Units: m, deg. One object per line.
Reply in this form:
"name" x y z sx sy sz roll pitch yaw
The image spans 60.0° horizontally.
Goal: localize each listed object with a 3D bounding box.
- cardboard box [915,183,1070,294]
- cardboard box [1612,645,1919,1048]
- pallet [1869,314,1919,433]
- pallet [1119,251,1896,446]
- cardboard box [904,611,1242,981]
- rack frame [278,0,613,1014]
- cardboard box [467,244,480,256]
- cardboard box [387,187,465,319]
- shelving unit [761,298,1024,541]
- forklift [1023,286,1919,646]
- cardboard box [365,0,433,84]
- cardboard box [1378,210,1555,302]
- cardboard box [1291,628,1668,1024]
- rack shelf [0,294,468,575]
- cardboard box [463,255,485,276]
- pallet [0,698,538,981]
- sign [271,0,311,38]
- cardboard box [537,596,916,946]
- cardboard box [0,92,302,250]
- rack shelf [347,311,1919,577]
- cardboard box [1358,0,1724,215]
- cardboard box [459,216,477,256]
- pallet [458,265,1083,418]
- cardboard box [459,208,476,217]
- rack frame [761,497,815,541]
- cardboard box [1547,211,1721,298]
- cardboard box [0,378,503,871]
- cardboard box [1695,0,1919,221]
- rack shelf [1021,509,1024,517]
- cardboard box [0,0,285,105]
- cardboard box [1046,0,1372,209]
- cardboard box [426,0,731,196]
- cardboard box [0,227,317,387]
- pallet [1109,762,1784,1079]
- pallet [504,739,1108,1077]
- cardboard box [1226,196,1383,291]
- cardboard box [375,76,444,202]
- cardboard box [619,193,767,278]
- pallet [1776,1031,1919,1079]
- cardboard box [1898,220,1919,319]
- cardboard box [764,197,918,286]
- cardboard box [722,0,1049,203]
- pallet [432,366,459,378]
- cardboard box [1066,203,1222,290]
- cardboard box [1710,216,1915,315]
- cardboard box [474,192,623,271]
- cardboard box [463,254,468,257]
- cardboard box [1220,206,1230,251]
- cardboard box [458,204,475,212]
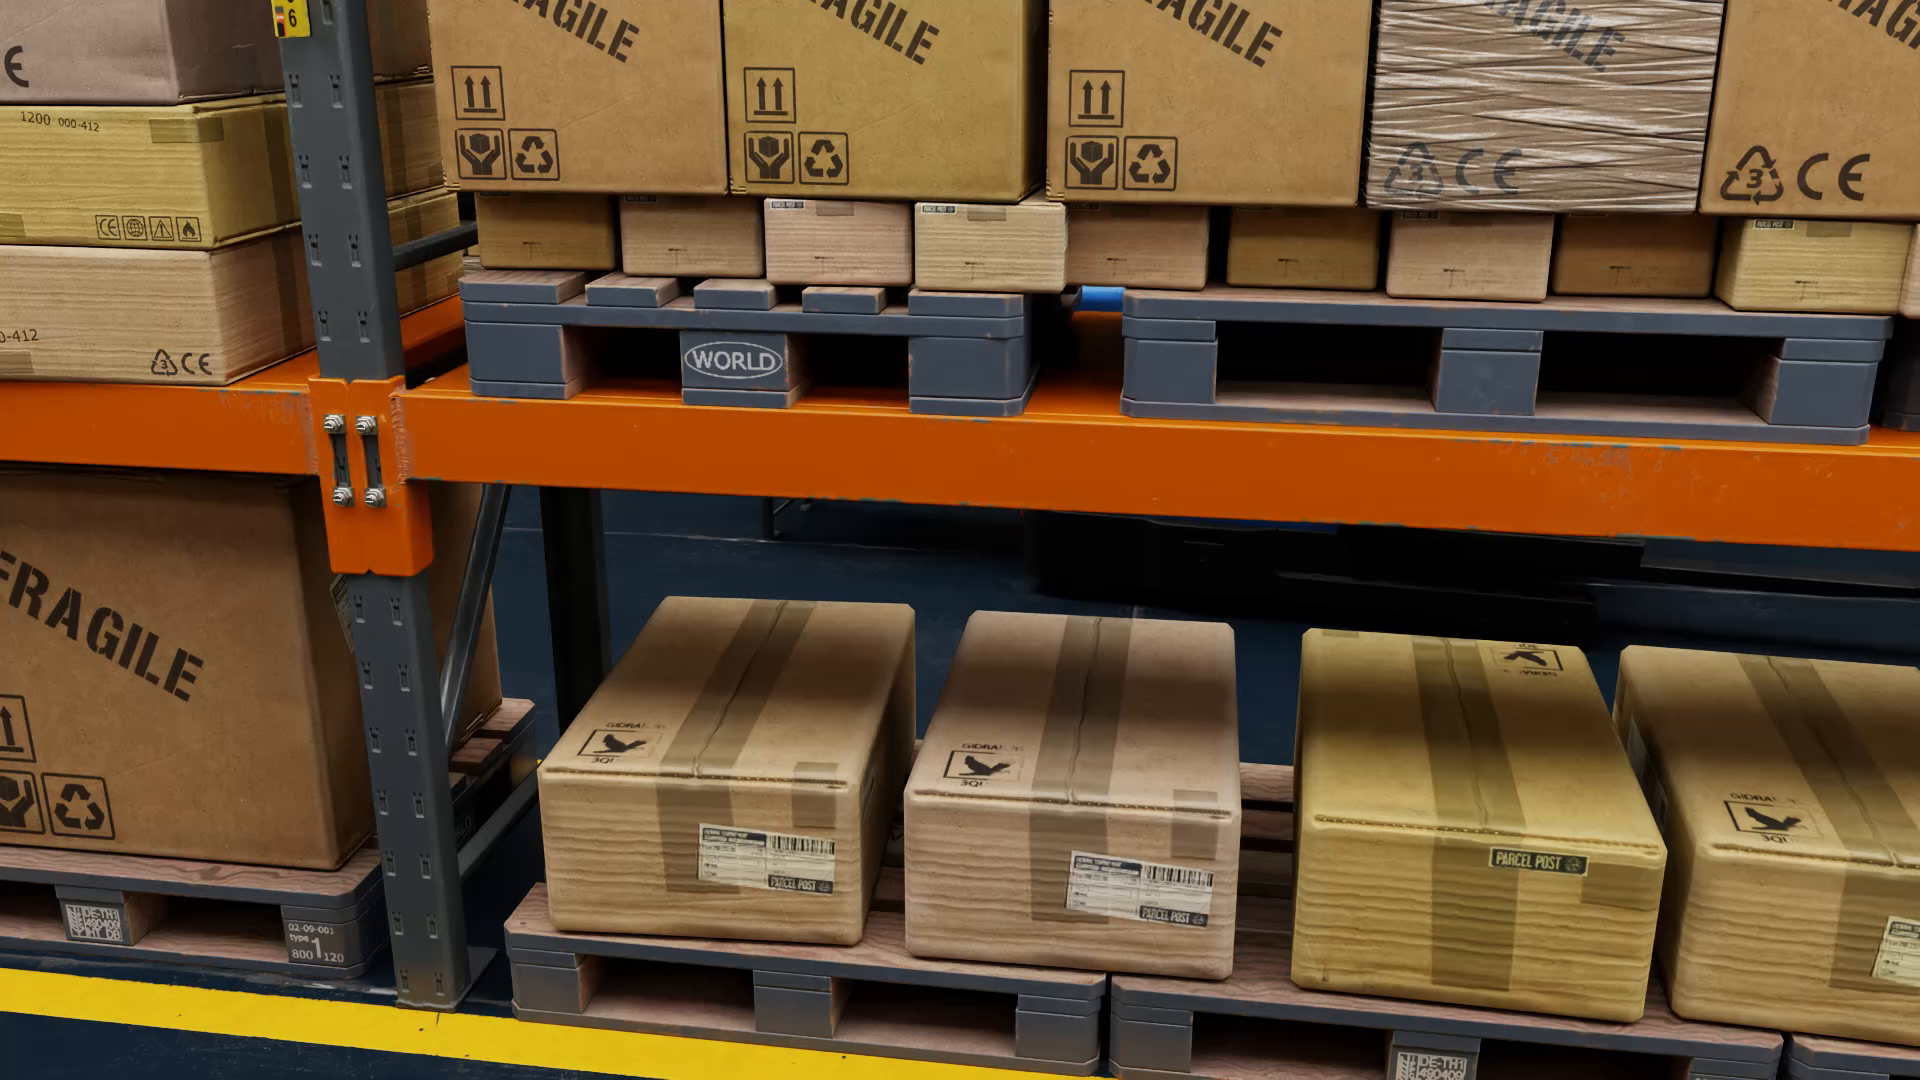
"cardboard box" 0.078 -0.544 2.936 0.250 0.149 0.380 3 19 9
"cardboard box" 1.703 0.576 3.335 0.625 0.372 0.950 4 19 12
"pallet" 2.200 -0.404 3.085 1.213 0.211 1.003 3 19 9
"pallet" 0.943 -0.434 3.176 1.213 0.211 1.003 3 19 9
"cardboard box" 0.268 0.501 3.557 0.625 0.372 0.950 3 19 8
"rack frame" -1.018 -0.612 3.405 0.127 3.000 1.000 3 19 9
"cardboard box" -2.302 -1.538 8.427 0.250 0.149 0.380 3 19 9
"cardboard box" -1.461 -0.644 3.738 0.500 0.250 0.500 3 19 8
"shelving unit" -0.178 -0.564 6.217 1.048 1.125 0.538 5 19 14
"forklift" 1.794 -1.237 5.381 3.031 2.935 1.130 5 19 14
"cardboard box" -1.466 -1.235 3.533 0.500 0.500 0.500 2 19 7
"cardboard box" 0.861 -0.521 2.866 0.250 0.149 0.380 4 19 10
"cardboard box" 1.016 0.541 3.438 0.625 0.372 0.950 4 19 10
"rack shelf" -2.993 -0.371 3.820 4.000 0.370 1.077 3 19 9
"cardboard box" -2.212 -1.209 8.467 0.500 0.500 0.500 2 19 7
"pallet" -1.785 0.647 4.036 1.213 0.211 1.003 3 19 9
"sign" -1.103 -0.987 2.701 0.005 0.325 0.100 3 19 9
"cardboard box" -0.462 0.467 3.661 0.625 0.372 0.950 2 19 5
"cardboard box" -1.537 -0.723 3.184 0.500 0.250 0.500 3 19 8
"rack shelf" 0.957 -0.170 3.218 4.000 0.370 1.077 3 19 9
"cardboard box" 0.923 -0.828 2.763 0.500 0.500 0.500 2 19 7
"cardboard box" -2.573 -1.542 8.441 0.250 0.149 0.380 4 19 11
"pallet" -0.298 -0.518 3.428 1.003 0.211 1.213 3 19 9
"cardboard box" -2.490 -1.710 8.941 0.250 0.149 0.380 3 19 9
"rack frame" -0.669 -0.606 6.341 0.032 1.125 0.500 5 19 14
"cardboard box" 1.131 -0.531 2.898 0.250 0.149 0.380 2 19 7
"cardboard box" -1.687 0.136 3.857 0.875 0.875 0.875 3 19 8
"cardboard box" 1.440 -0.802 2.685 0.500 0.500 0.500 4 19 11
"rack shelf" -0.178 -0.333 6.295 1.000 0.278 0.538 5 19 14
"cardboard box" -1.570 -1.078 3.063 0.500 0.500 0.500 2 19 7
"cardboard box" 0.430 -0.856 2.845 0.500 0.500 0.500 3 19 10
"cardboard box" -0.611 -0.904 2.991 0.500 0.500 0.500 2 19 7
"cardboard box" -1.559 -0.485 3.261 0.500 0.250 0.500 2 19 7
"pallet" 0.954 0.812 3.542 1.213 0.211 1.003 3 19 9
"pallet" -0.247 0.750 3.728 1.213 0.211 1.003 3 19 9
"cardboard box" 0.614 -0.554 2.967 0.250 0.149 0.380 4 19 11
"cardboard box" -1.479 -0.881 3.657 0.500 0.250 0.500 3 19 8
"cardboard box" -0.453 -0.593 3.081 0.250 0.149 0.380 2 19 5
"pallet" 2.162 0.873 3.361 1.213 0.211 1.003 3 19 9
"cardboard box" 1.609 -0.462 2.691 0.250 0.149 0.380 3 19 9
"cardboard box" -0.190 -0.564 2.997 0.250 0.149 0.380 2 19 5
"cardboard box" -0.095 -0.880 2.919 0.500 0.500 0.500 4 19 11
"pallet" -2.167 -0.956 8.829 1.213 0.211 1.003 3 19 9
"cardboard box" 0.329 -0.556 2.973 0.250 0.149 0.380 4 19 12
"cardboard box" 1.374 -0.486 2.762 0.250 0.149 0.380 3 19 9
"cardboard box" -0.727 -0.617 3.155 0.250 0.149 0.380 2 19 5
"cardboard box" -2.723 -1.237 8.551 0.500 0.500 0.500 2 19 7
"cardboard box" 0.624 -0.683 3.351 0.250 0.149 0.380 3 19 9
"cardboard box" -2.752 -1.705 8.927 0.250 0.149 0.380 3 19 10
